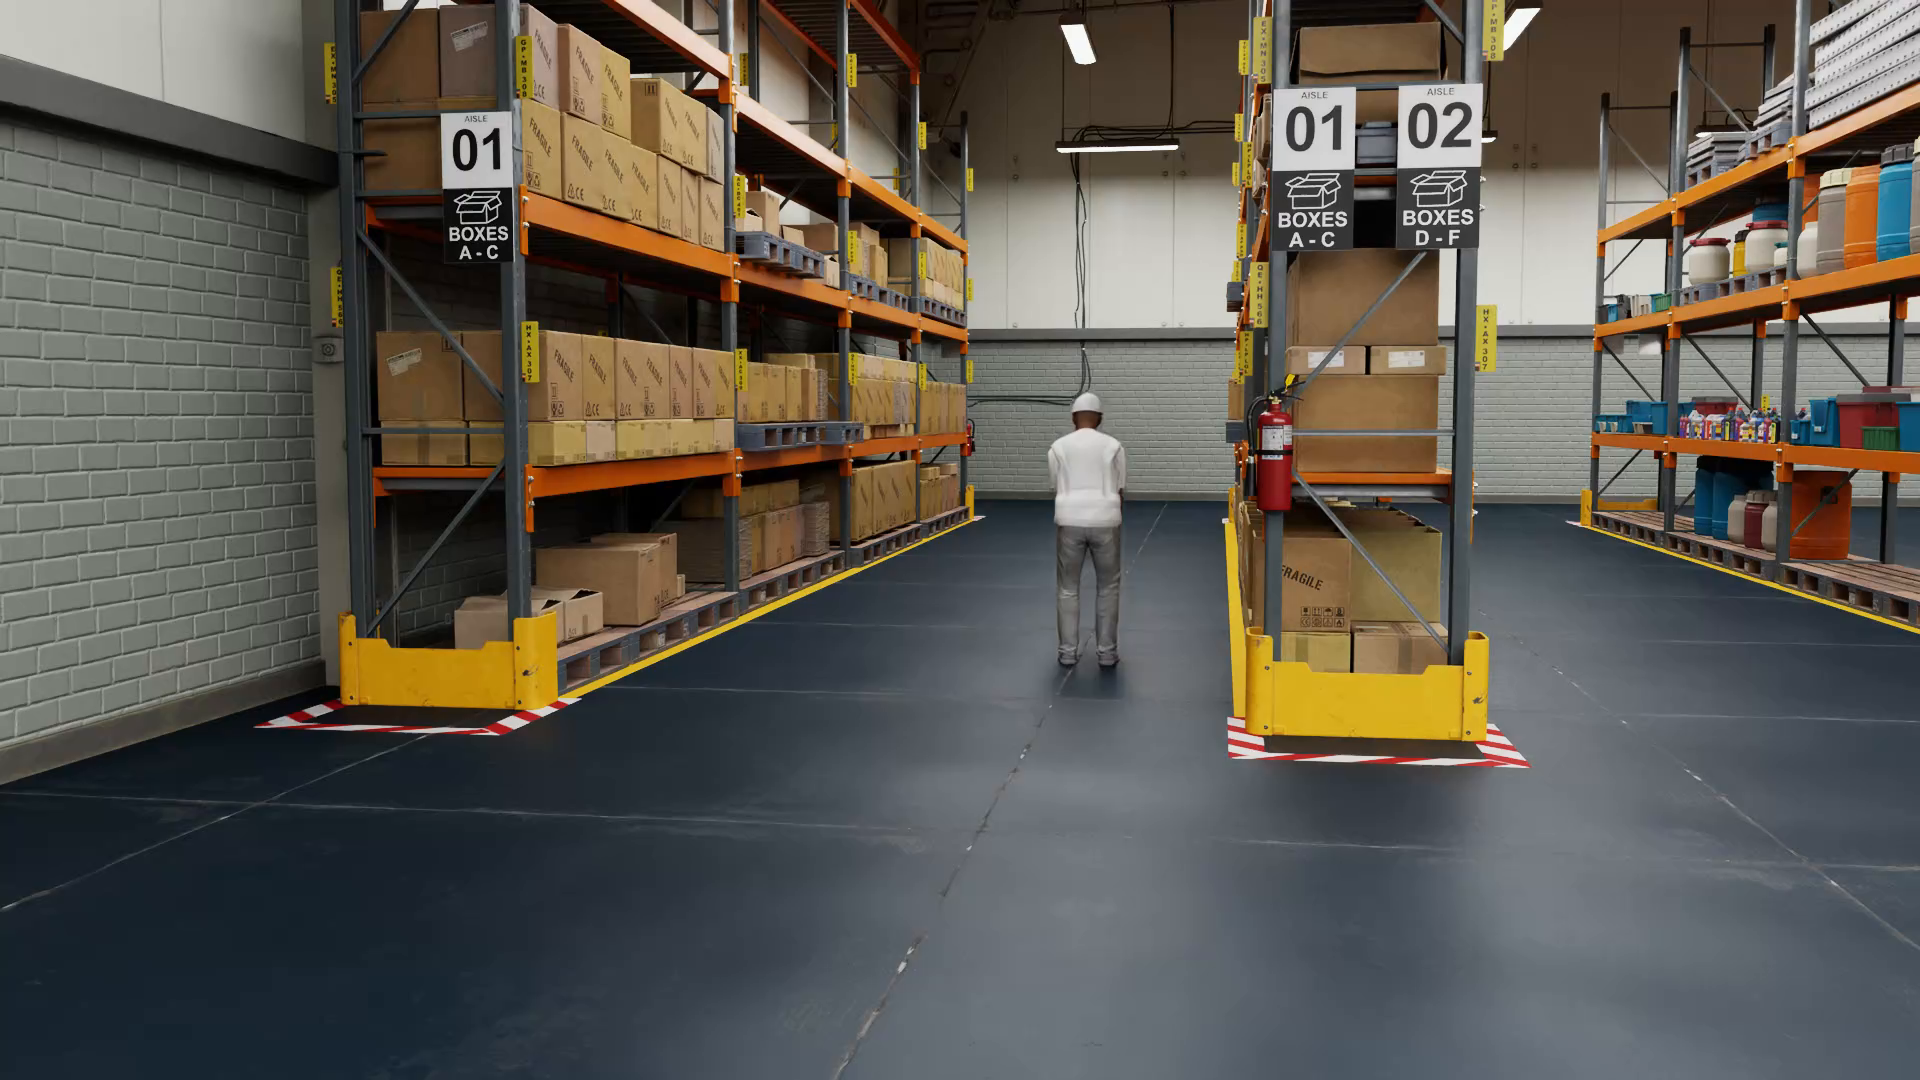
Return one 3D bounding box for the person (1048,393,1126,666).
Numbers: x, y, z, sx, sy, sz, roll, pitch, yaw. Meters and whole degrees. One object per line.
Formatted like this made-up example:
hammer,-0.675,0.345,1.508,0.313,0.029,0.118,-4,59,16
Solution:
person,0.819,-0.082,10.742,0.497,1.735,0.601,1,4,8
